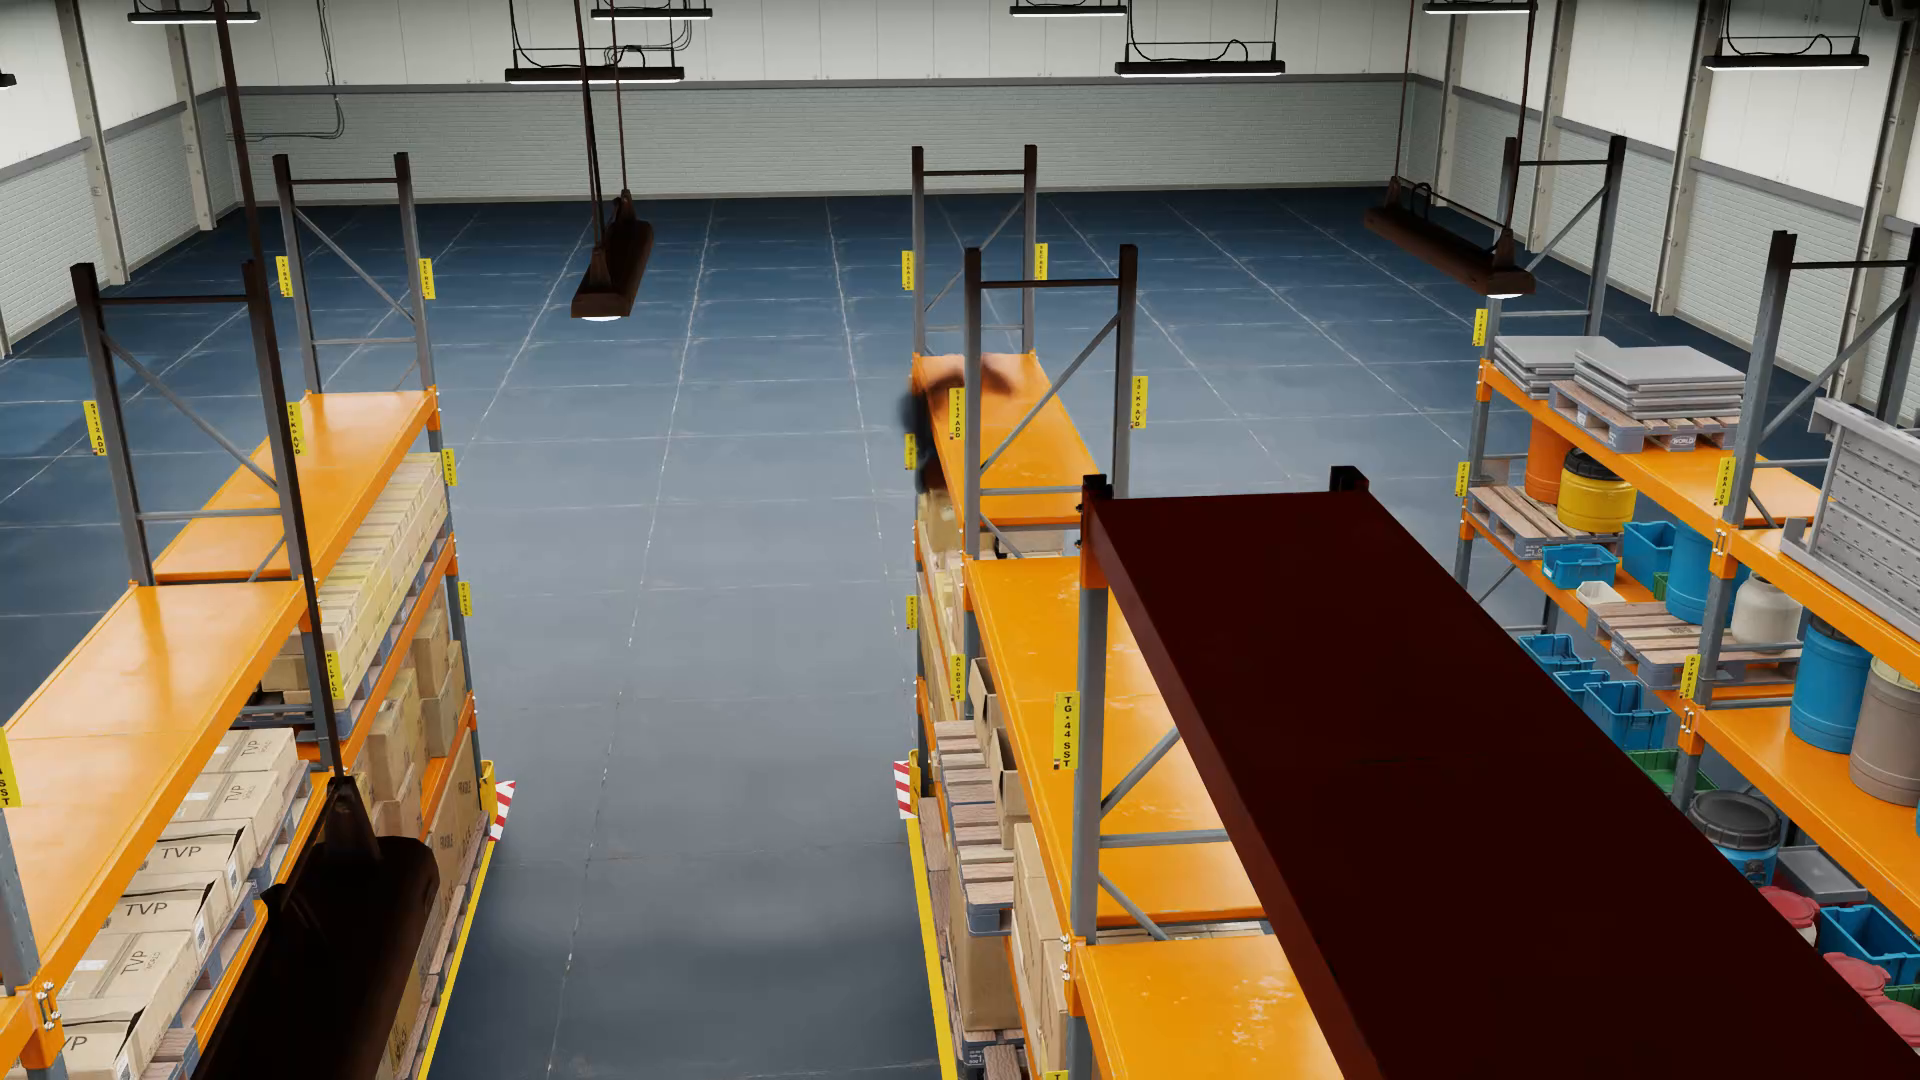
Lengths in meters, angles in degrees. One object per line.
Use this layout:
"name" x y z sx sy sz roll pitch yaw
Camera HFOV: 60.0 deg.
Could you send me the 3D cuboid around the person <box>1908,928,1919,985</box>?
"person" 7.024 2.972 12.006 0.522 1.559 0.549 -4 22 -11
